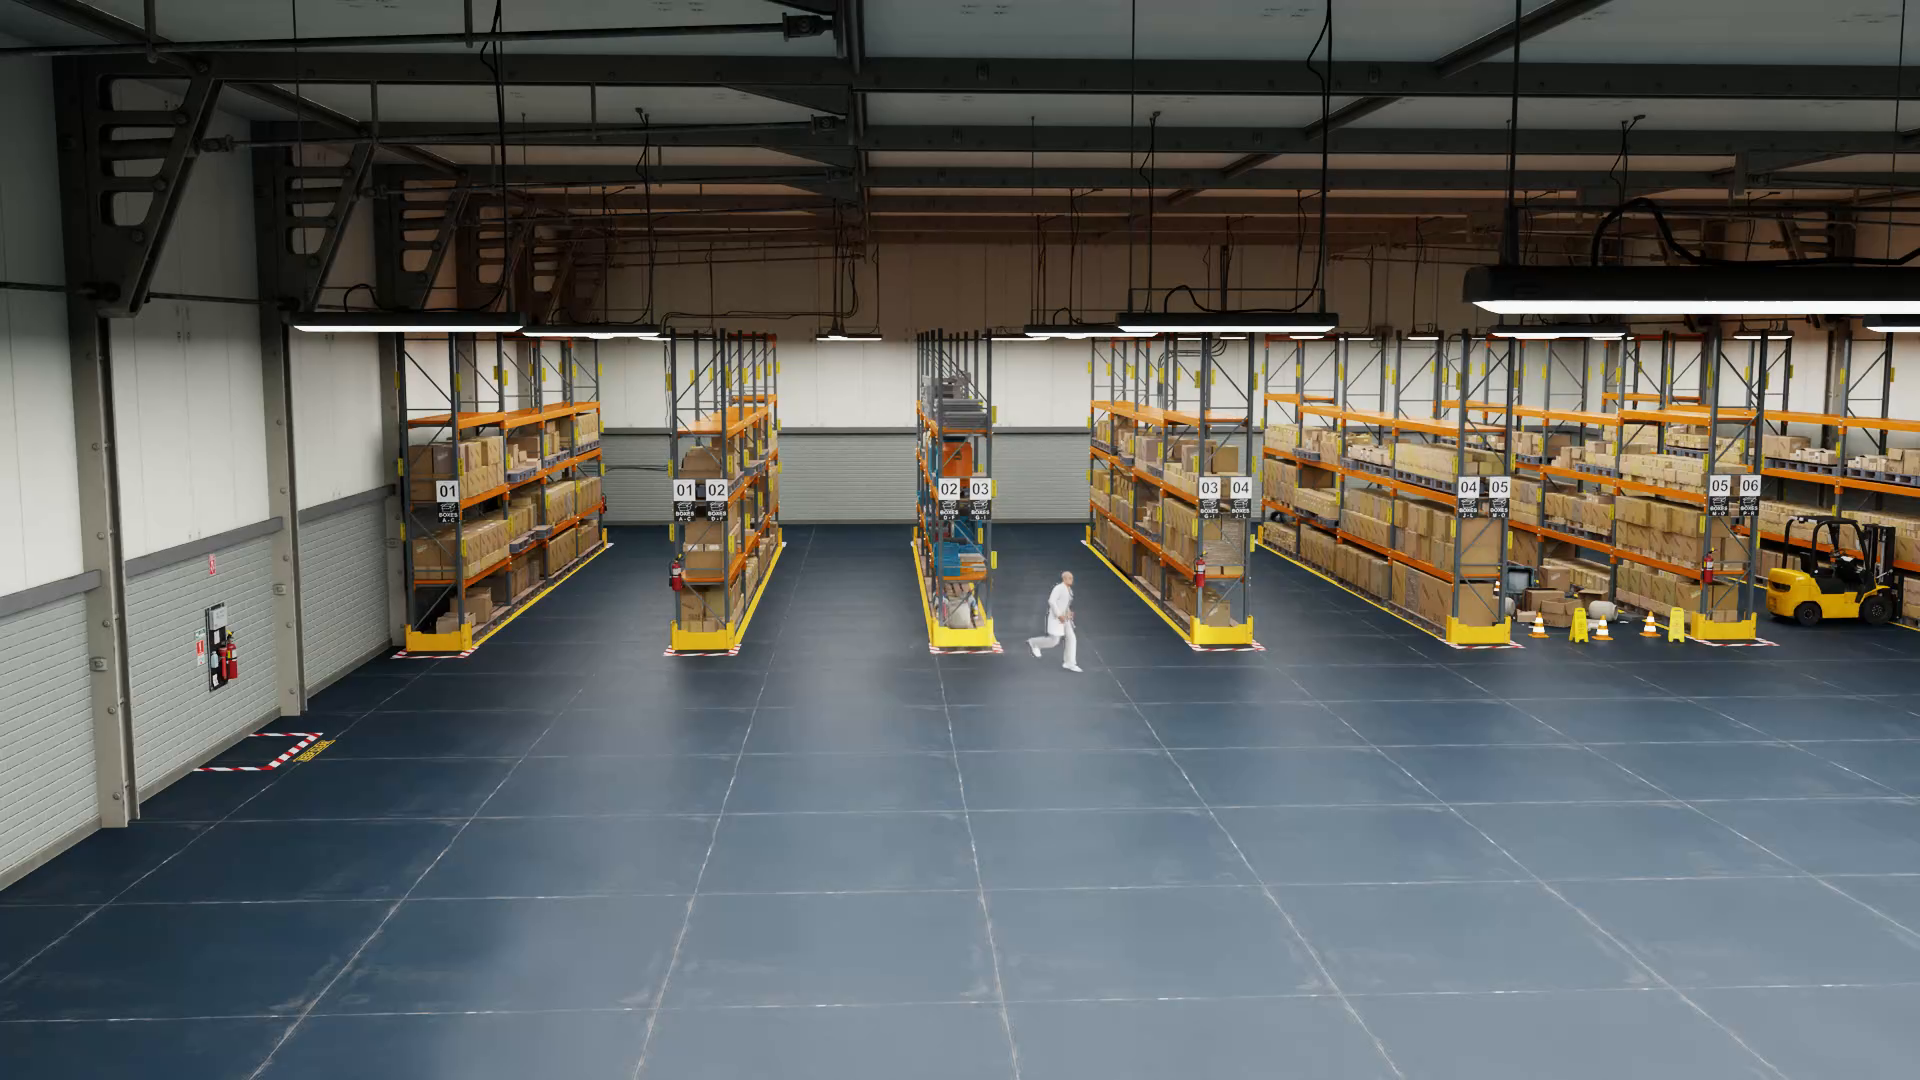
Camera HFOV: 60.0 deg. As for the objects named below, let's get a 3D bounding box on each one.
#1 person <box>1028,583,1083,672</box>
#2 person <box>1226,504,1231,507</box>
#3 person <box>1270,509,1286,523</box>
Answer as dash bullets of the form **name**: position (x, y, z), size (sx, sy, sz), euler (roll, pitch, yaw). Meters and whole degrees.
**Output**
- **person**: position (1.702, 1.520, 29.369), size (1.052, 1.588, 0.715), euler (4, 8, 31)
- **person**: position (7.618, -0.661, 46.766), size (0.713, 1.783, 1.008), euler (0, 7, 3)
- **person**: position (9.487, -0.885, 49.457), size (0.688, 1.599, 0.445), euler (-3, 7, -24)
